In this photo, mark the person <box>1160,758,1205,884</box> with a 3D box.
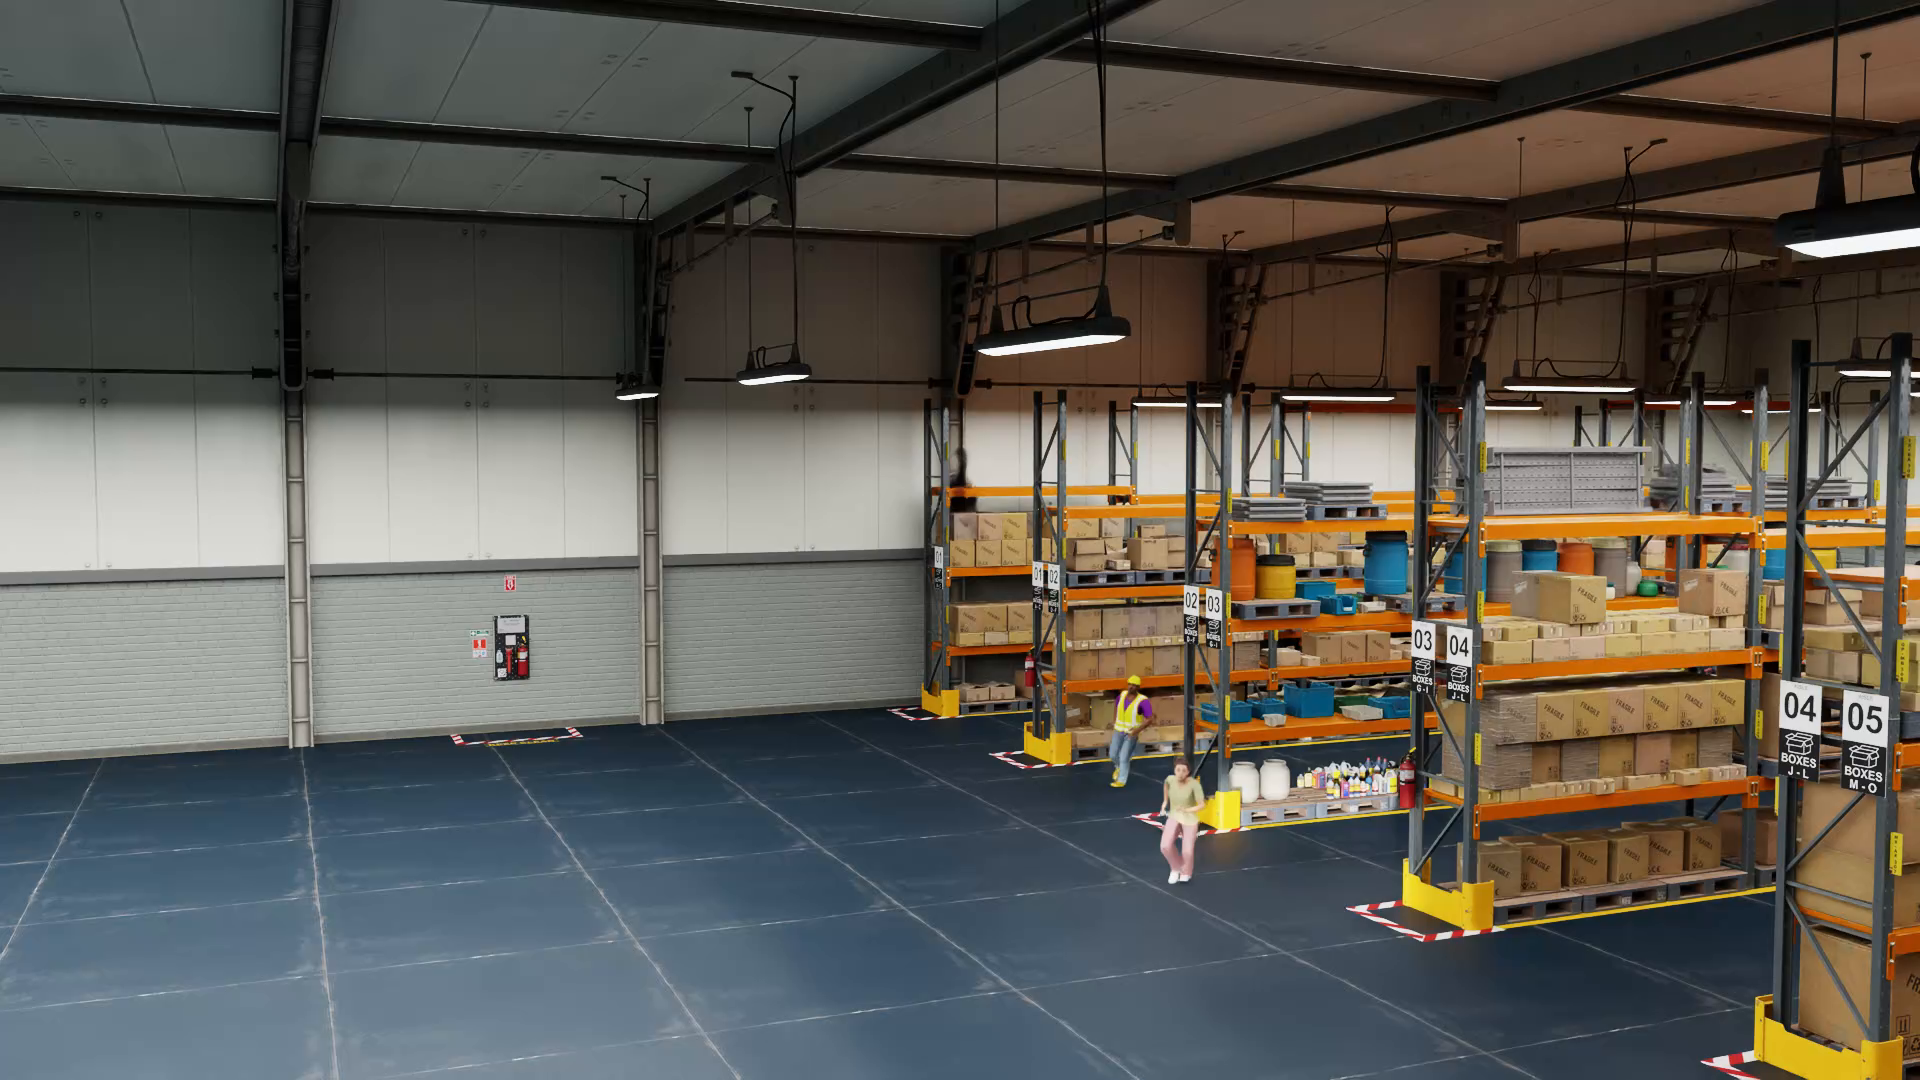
[{"bbox_3d":[2.571,3.249,19.209,0.591,1.536,0.903,1,4,20],"label":"person"}]

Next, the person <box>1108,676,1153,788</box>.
[{"bbox_3d":[2.539,2.859,24.765,0.743,1.712,0.561,2,4,32],"label":"person"}]
